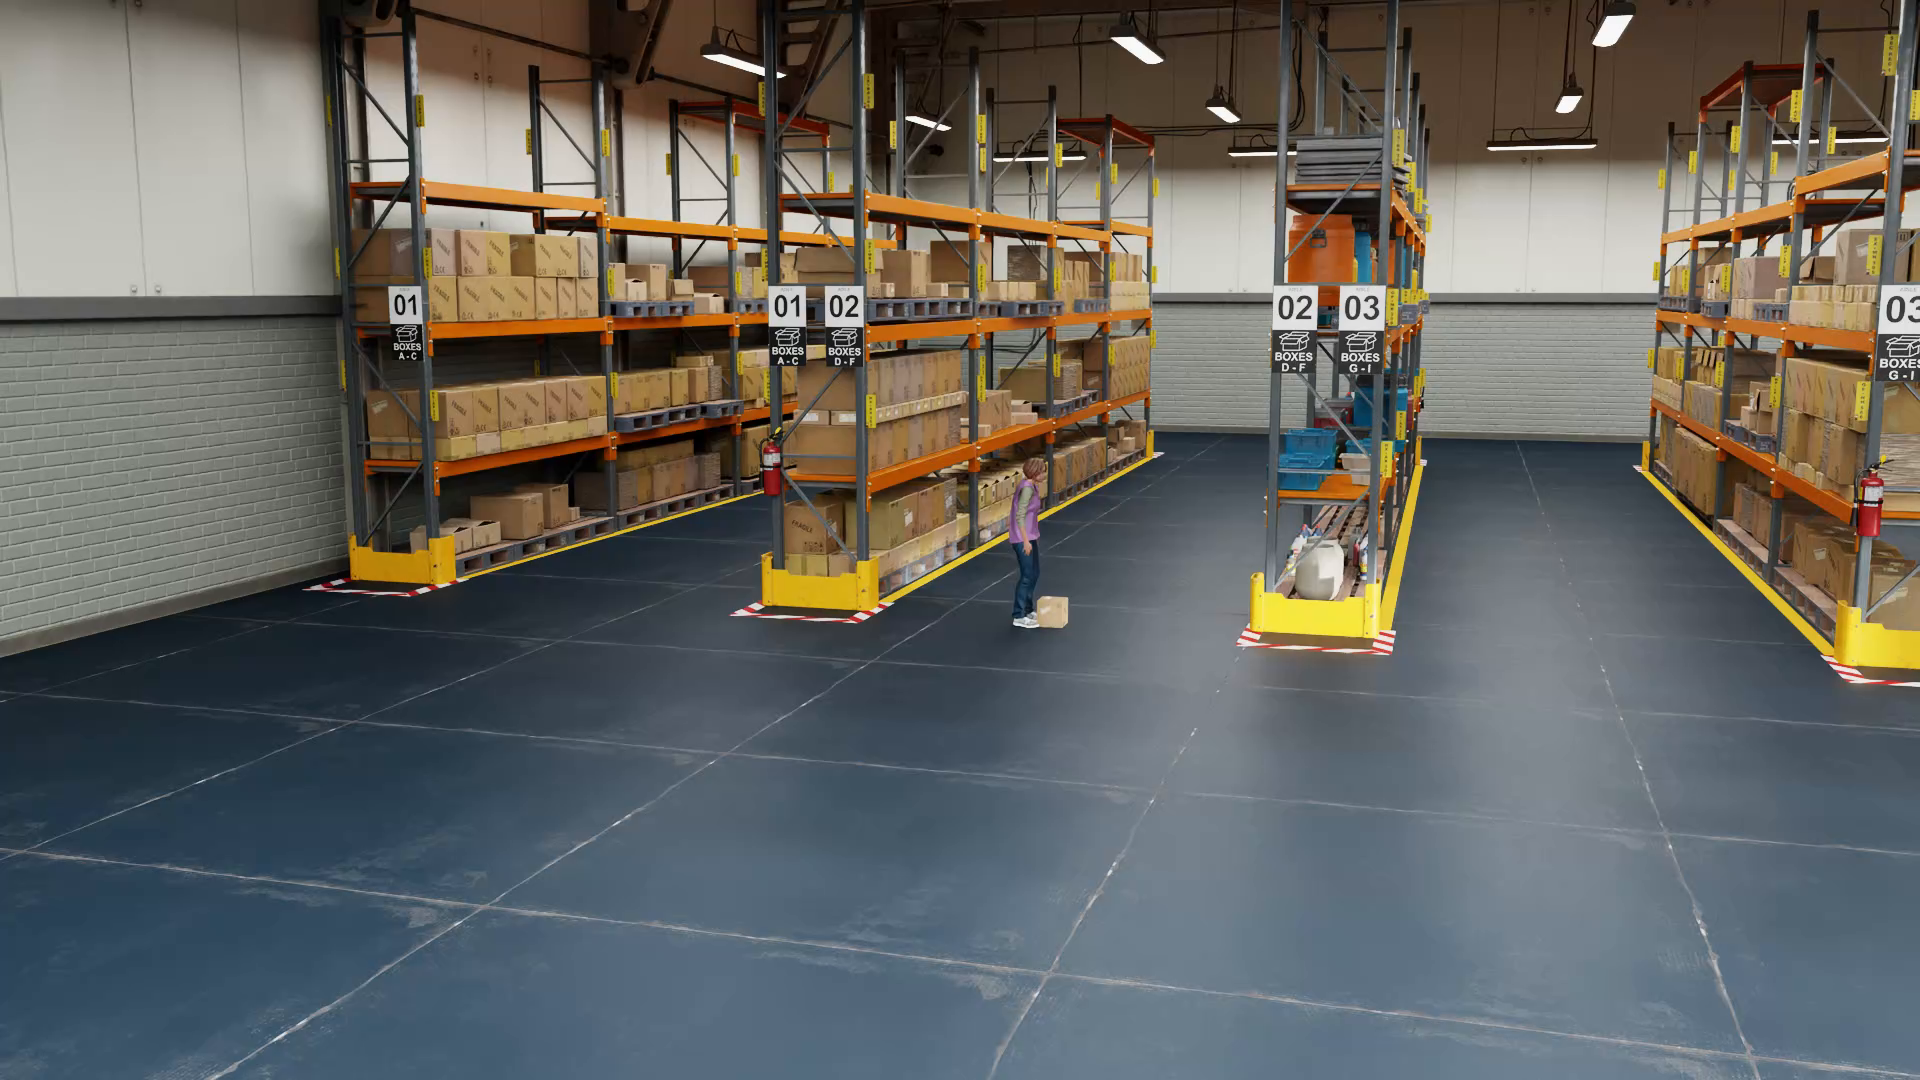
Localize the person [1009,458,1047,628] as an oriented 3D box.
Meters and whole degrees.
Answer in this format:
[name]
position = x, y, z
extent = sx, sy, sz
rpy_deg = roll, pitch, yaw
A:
[person]
position = 0.641, 0.014, 15.794
extent = 0.349, 1.591, 0.480
rpy_deg = 2, 9, 13
